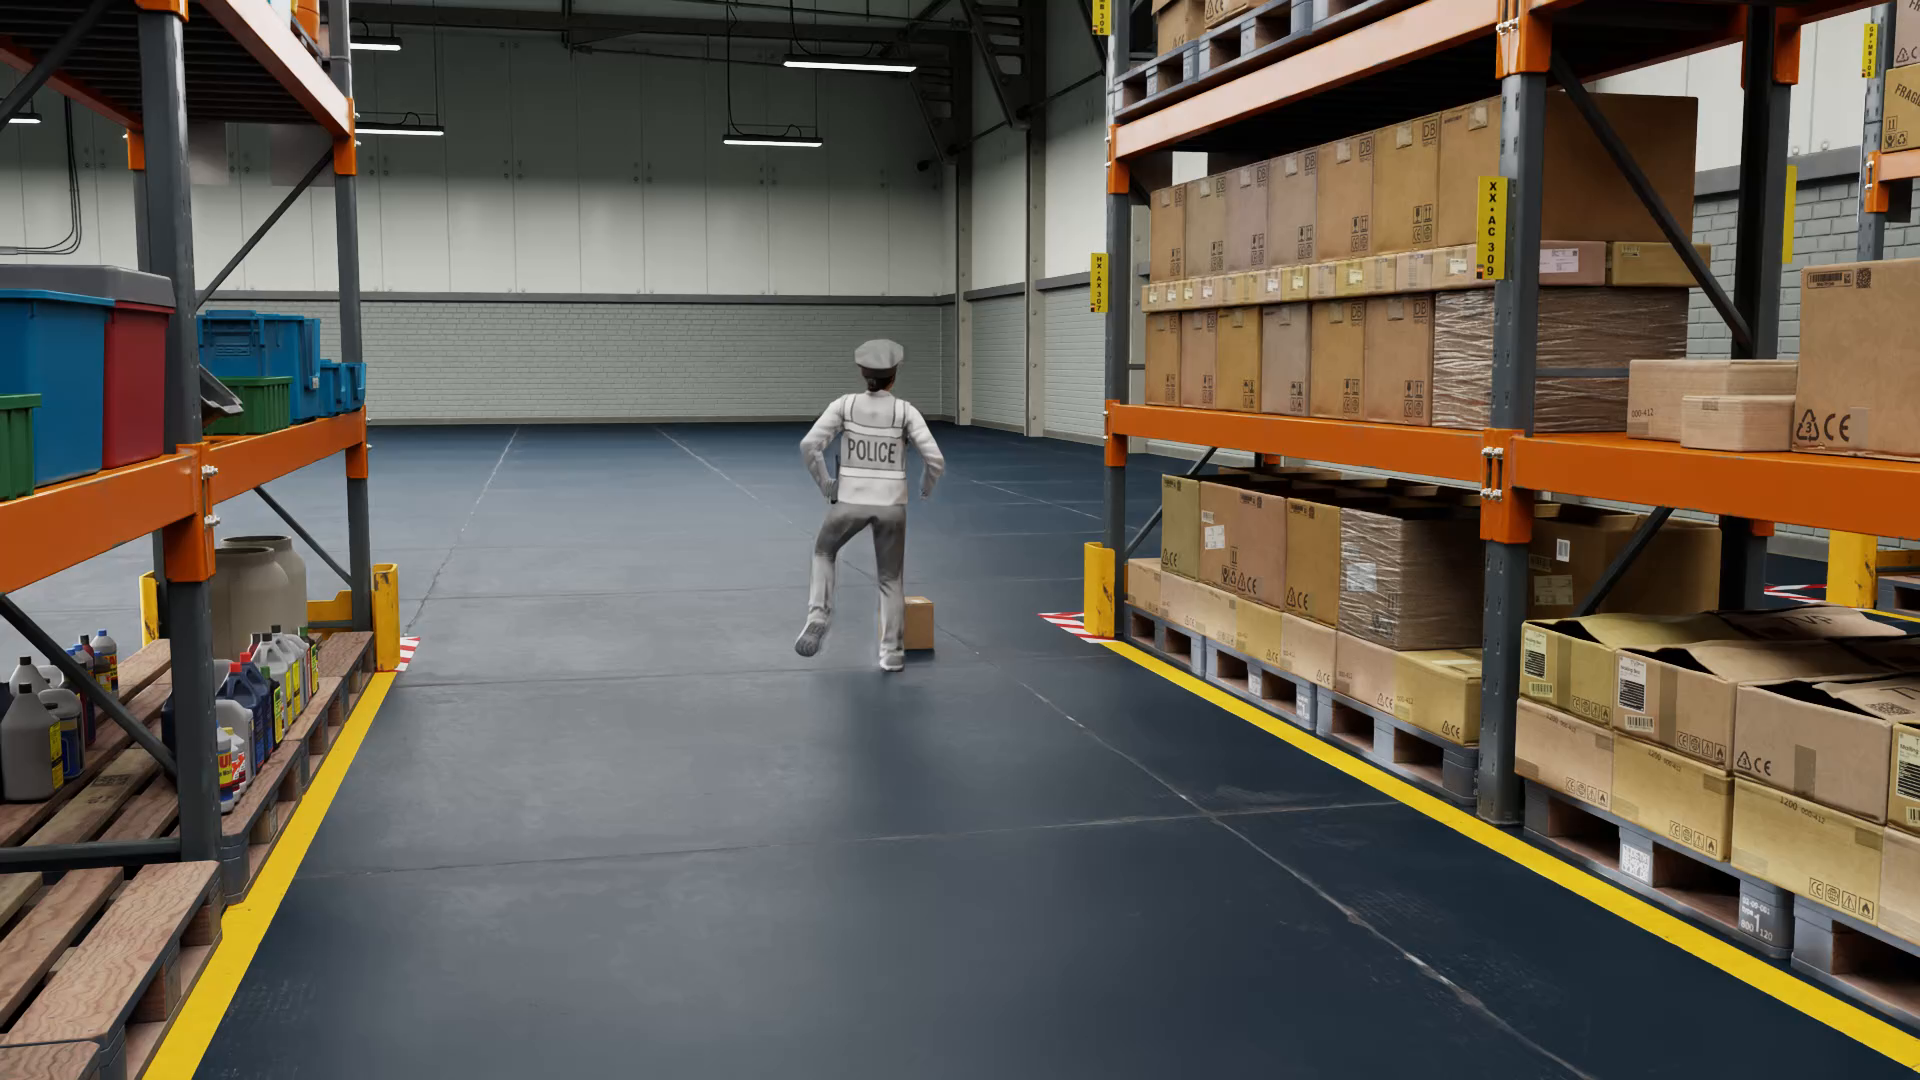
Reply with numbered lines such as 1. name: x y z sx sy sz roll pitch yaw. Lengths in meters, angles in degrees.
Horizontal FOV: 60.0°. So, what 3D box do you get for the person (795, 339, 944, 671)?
1. person: -0.466 -0.176 8.363 0.739 1.660 0.520 -1 6 -8
